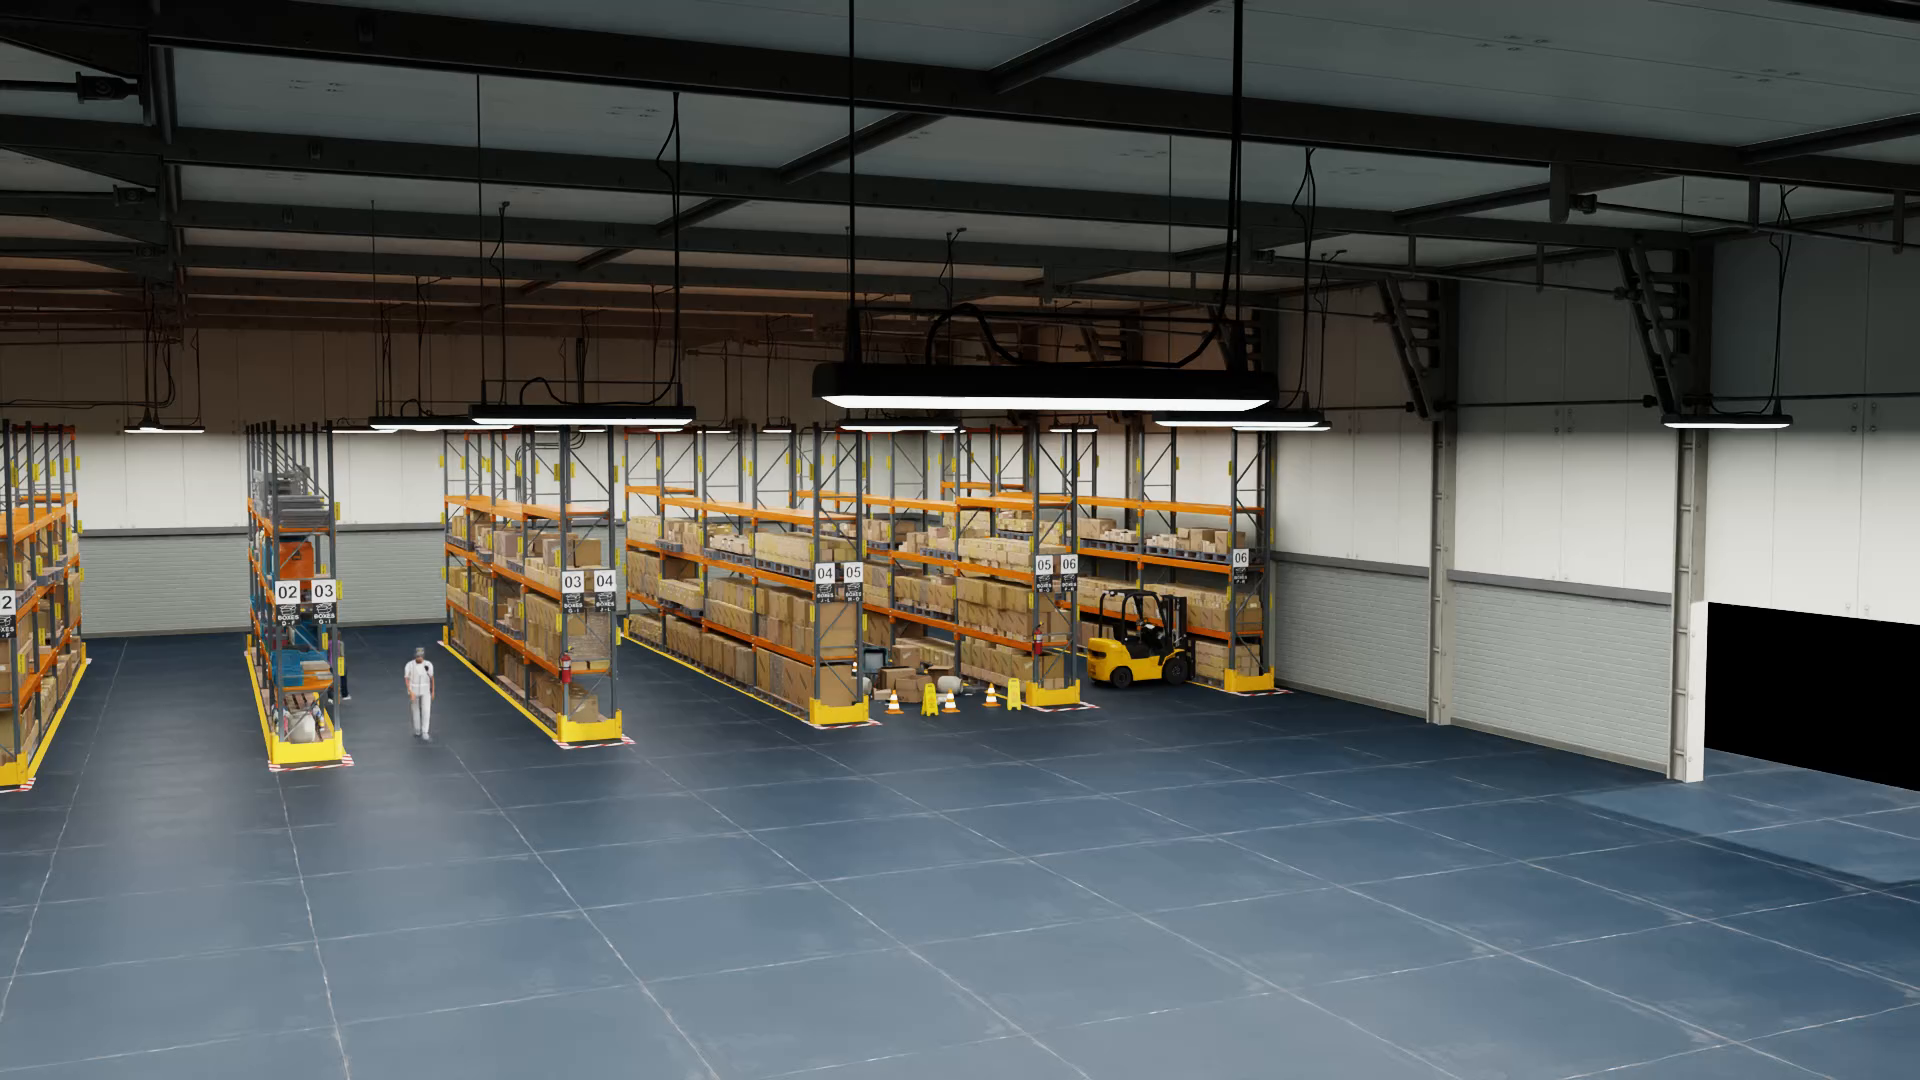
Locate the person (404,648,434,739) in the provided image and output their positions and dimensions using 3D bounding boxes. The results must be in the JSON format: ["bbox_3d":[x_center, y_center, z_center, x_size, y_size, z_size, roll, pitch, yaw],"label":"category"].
[{"bbox_3d":[-10.235,2.891,31.497,0.539,1.687,1.000,-1,4,-20],"label":"person"}]

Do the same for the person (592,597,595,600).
[{"bbox_3d":[-10.415,1.870,48.118,0.441,1.647,0.745,2,4,28],"label":"person"}]

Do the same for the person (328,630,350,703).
[{"bbox_3d":[-13.352,2.698,35.637,0.378,1.543,0.944,0,4,-7],"label":"person"}]
